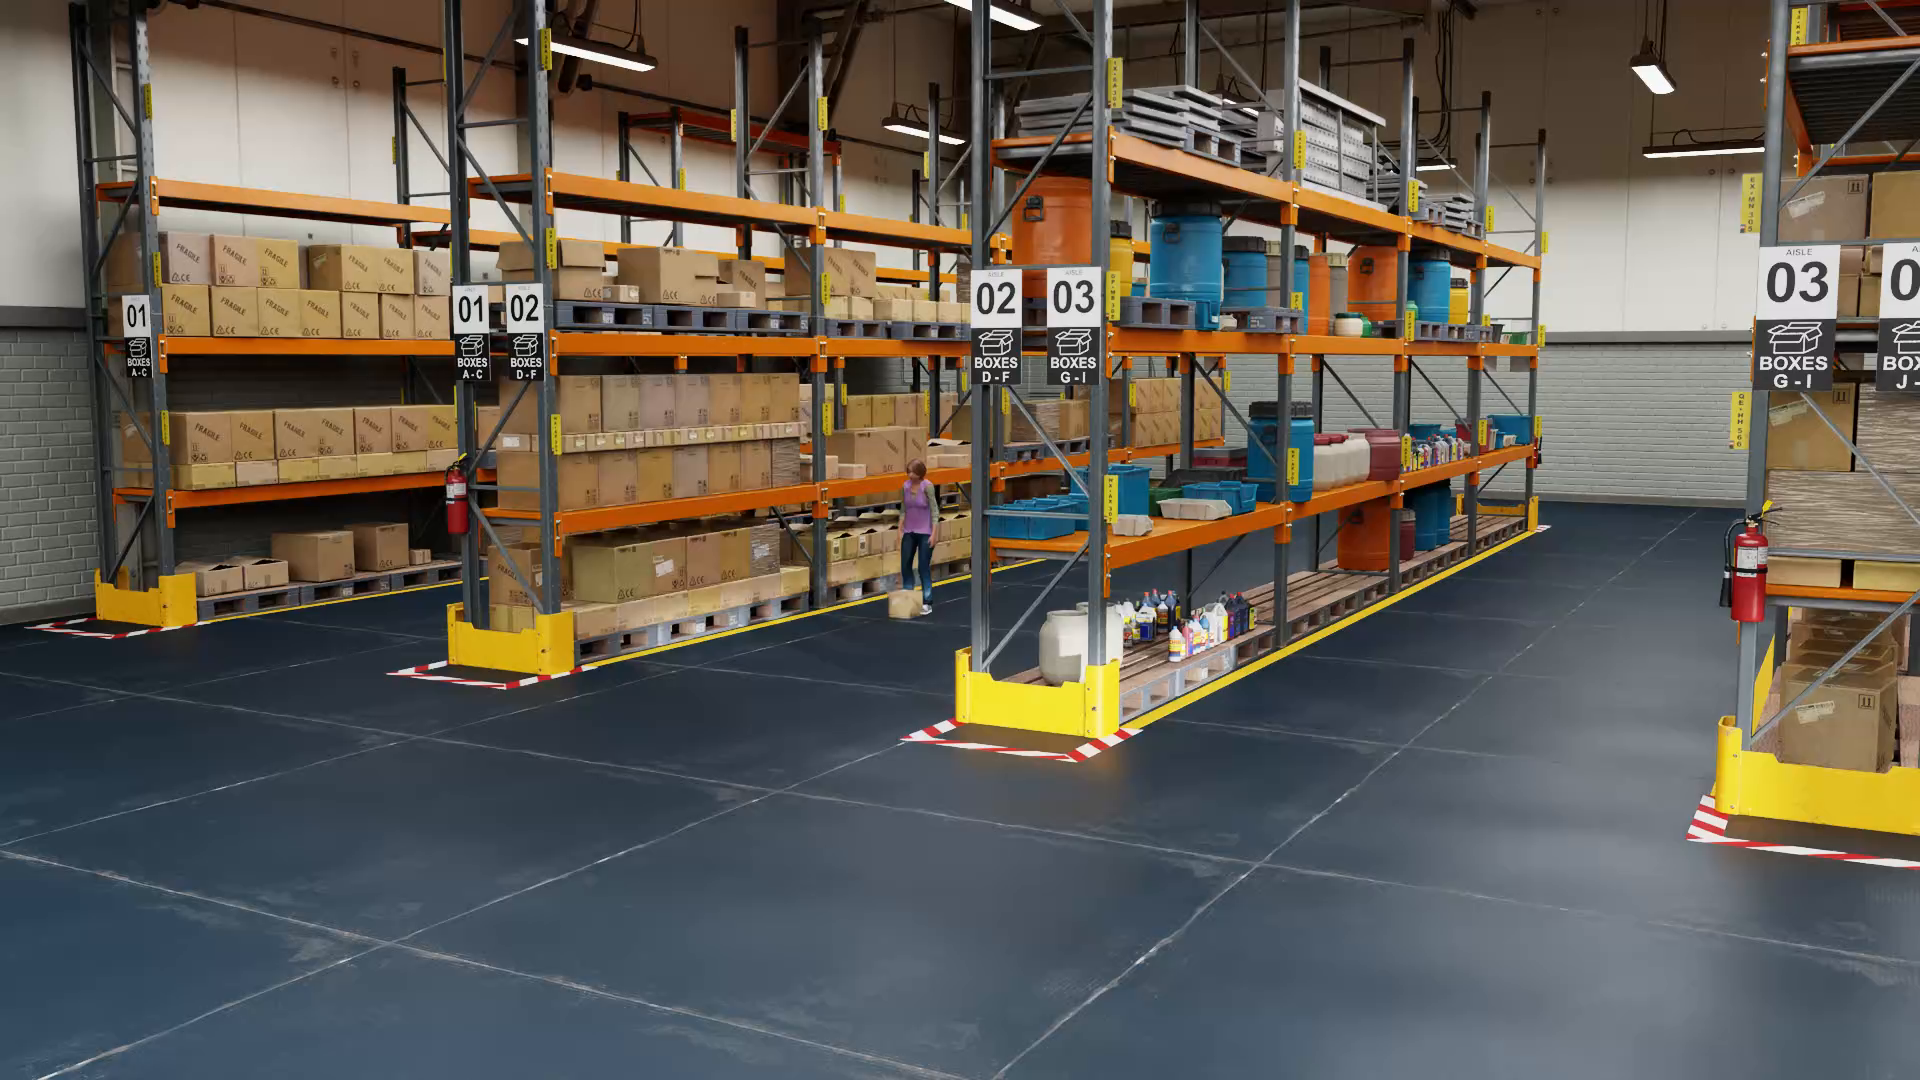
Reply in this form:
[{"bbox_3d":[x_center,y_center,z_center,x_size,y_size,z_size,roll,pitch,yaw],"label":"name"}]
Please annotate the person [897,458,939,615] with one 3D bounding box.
[{"bbox_3d":[-0.433,-0.042,16.961,0.466,1.592,0.346,4,7,30],"label":"person"}]
